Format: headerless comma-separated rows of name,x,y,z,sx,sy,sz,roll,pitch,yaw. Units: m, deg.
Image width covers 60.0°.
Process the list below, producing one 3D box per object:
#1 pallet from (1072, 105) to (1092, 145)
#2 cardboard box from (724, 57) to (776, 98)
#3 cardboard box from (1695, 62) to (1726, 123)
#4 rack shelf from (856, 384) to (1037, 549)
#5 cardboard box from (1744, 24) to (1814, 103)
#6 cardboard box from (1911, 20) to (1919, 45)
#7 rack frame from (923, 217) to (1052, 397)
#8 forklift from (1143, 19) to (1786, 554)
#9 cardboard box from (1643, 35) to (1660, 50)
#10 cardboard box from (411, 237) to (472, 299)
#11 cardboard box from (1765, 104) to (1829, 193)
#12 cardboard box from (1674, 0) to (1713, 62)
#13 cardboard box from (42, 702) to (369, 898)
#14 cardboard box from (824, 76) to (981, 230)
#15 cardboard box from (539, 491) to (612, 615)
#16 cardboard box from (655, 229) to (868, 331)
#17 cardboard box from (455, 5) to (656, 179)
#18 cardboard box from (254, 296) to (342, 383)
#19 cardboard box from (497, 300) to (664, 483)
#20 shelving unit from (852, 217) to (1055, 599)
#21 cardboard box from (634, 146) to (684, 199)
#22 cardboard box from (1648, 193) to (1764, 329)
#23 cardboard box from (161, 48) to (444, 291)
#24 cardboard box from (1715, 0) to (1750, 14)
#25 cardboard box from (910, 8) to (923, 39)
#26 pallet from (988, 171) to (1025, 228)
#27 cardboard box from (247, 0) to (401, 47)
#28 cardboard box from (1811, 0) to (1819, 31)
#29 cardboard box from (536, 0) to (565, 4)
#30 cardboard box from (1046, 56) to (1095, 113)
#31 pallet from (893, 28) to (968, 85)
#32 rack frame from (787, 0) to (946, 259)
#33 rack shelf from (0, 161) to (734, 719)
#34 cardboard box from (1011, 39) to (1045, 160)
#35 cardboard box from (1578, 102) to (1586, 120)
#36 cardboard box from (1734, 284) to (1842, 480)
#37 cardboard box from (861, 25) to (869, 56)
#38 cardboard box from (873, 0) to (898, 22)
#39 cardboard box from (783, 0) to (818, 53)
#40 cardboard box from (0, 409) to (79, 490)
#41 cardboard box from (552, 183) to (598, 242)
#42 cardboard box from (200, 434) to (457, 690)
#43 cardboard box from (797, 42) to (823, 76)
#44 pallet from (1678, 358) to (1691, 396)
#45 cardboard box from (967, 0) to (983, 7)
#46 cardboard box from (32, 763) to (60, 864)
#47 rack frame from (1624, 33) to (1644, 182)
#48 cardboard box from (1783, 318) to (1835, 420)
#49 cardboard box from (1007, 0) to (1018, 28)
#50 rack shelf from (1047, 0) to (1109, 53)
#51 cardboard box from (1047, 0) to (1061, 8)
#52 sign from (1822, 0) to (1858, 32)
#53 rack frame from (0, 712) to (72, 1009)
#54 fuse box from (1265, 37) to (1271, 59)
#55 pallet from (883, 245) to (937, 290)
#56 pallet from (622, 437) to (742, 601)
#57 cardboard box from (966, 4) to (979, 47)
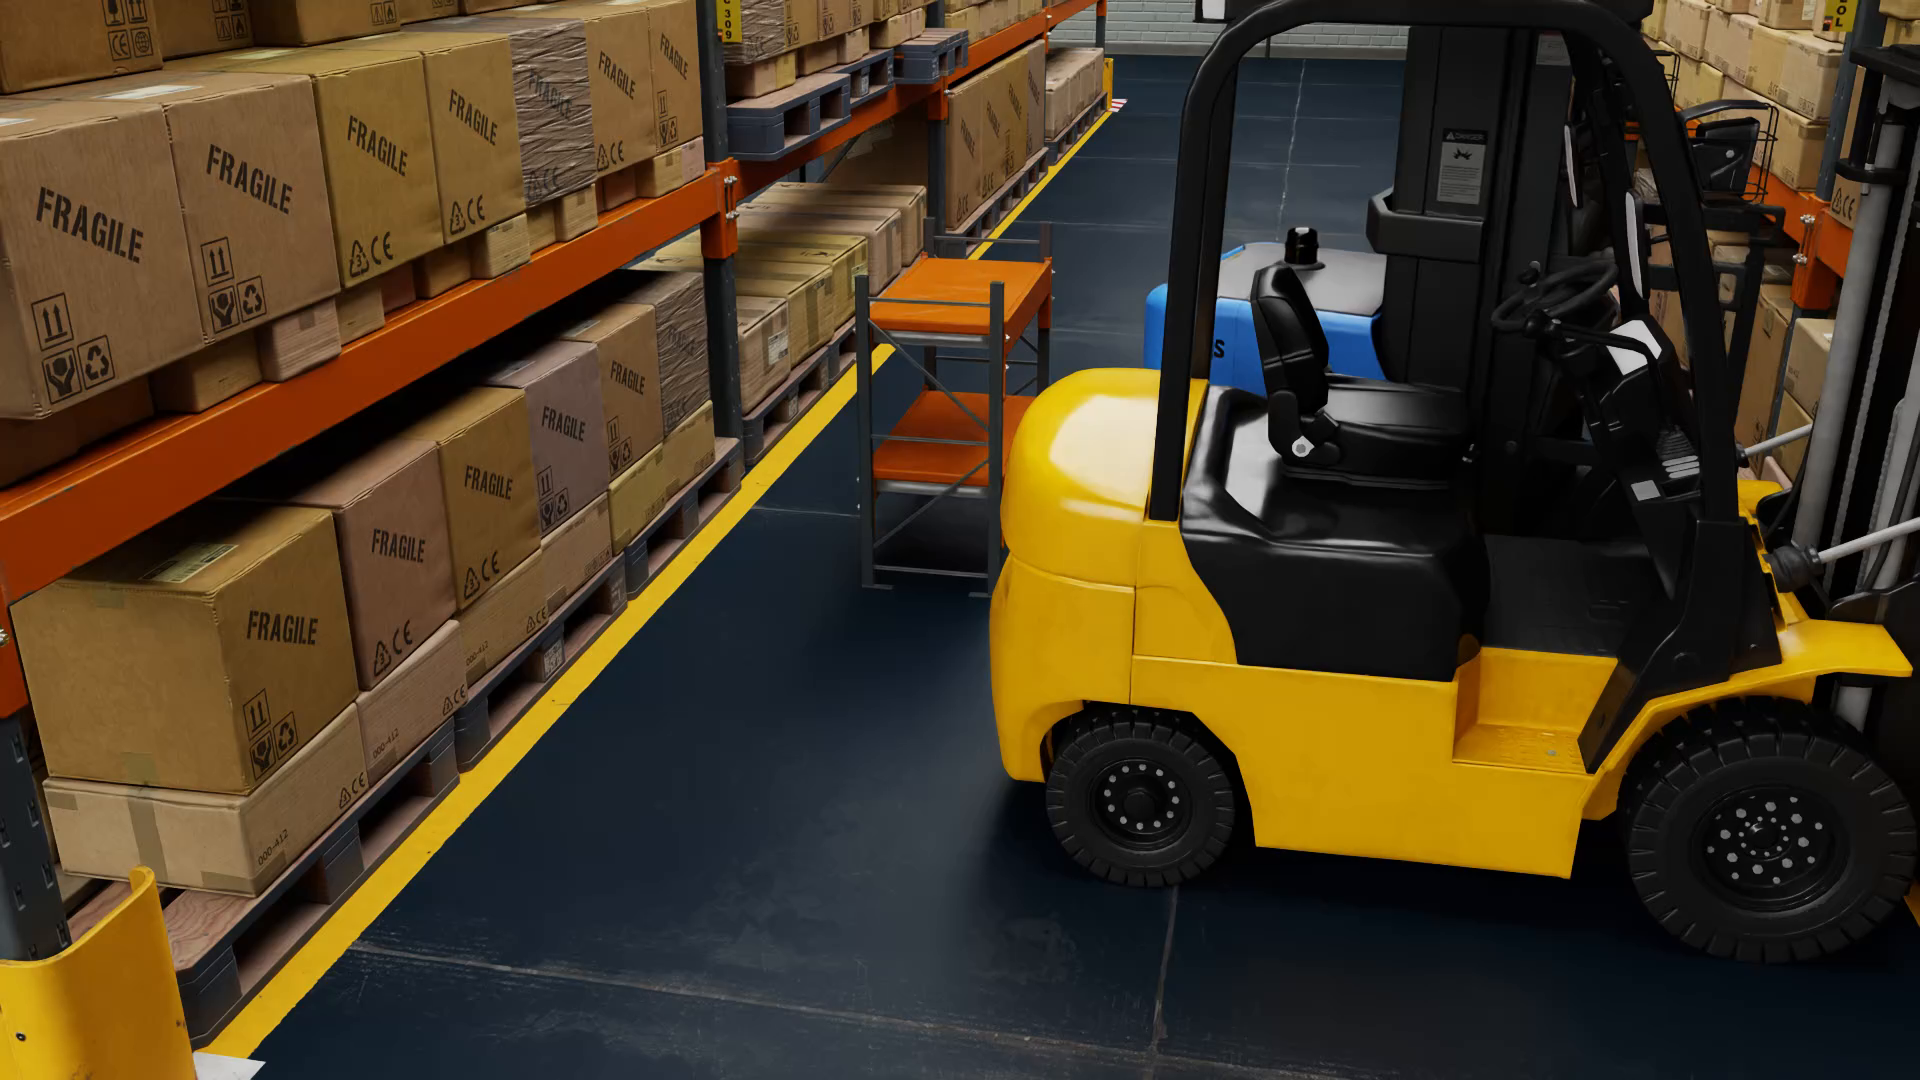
pallet,0.702,-4.032,16.082,1.003,0.211,1.213,4,22,11
cardboard box,-0.987,-1.936,6.920,0.380,0.149,0.250,5,22,12
cardboard box,3.624,-1.990,7.481,0.500,0.250,0.500,5,23,13
rack shelf,0.001,-0.297,6.241,0.538,0.278,1.000,4,22,11
cardboard box,3.399,-1.853,6.471,0.500,0.250,0.500,4,22,10
cardboard box,3.077,-1.459,4.958,0.380,0.149,0.250,5,22,12
rack frame,0.105,-0.710,6.611,0.500,1.125,0.032,4,22,11
forklift,2.143,-1.075,5.099,3.031,2.935,1.130,12,25,28
cardboard box,3.938,-2.552,8.877,0.500,0.250,0.500,5,22,11
cardboard box,-1.587,-0.775,4.599,0.380,0.149,0.250,4,22,9
cardboard box,3.298,-1.437,6.108,0.500,0.250,0.500,5,22,12
cardboard box,3.710,-2.411,7.857,0.500,0.250,0.500,4,22,10
cardboard box,-1.790,0.590,3.992,0.500,0.250,0.500,4,22,10
cardboard box,-0.370,-2.598,11.072,0.875,0.875,0.875,4,22,10
cardboard box,-1.474,0.019,5.411,0.500,0.250,0.500,5,22,12
cardboard box,-1.021,-1.365,8.684,0.950,0.372,0.625,5,23,13
cardboard box,-1.354,-1.494,5.516,0.500,0.500,0.500,5,23,13
cardboard box,-1.685,-0.482,3.872,0.380,0.149,0.250,5,22,12
cardboard box,-1.369,-0.524,5.754,0.500,0.500,0.500,5,22,12
shelving unit,0.001,-0.524,6.150,0.538,1.125,1.048,4,22,11
cardboard box,-1.220,-1.331,5.979,0.380,0.149,0.250,5,22,12
cardboard box,4.001,-1.392,8.412,0.875,0.625,0.625,5,23,13
cardboard box,-1.652,-0.929,4.114,0.500,0.500,0.500,4,22,10
cardboard box,3.513,-2.364,7.207,0.380,0.149,0.250,4,22,9
cardboard box,-0.421,-2.884,9.274,0.380,0.149,0.250,4,22,10
pallet,-0.107,-2.577,12.469,1.003,0.211,1.213,4,22,11
cardboard box,-1.983,-1.619,4.489,0.700,0.500,0.500,4,22,11
cardboard box,3.440,-1.973,6.236,0.380,0.149,0.250,4,22,11
cardboard box,-1.711,-2.184,5.890,0.700,0.500,0.500,4,22,10
cardboard box,0.824,-4.490,16.356,0.875,0.438,0.875,5,22,12
pallet,-0.634,-2.785,9.510,1.213,0.211,1.003,4,22,11
rack frame,-0.593,-3.143,10.142,1.000,3.000,0.127,4,22,11
rack shelf,-1.817,-0.615,4.828,1.077,0.370,4.000,4,22,11
cardboard box,0.175,-3.582,13.514,0.875,0.875,0.875,5,23,13
cardboard box,4.545,-2.972,11.632,0.380,0.149,0.250,5,23,13
cardboard box,3.547,-0.588,6.414,0.875,0.625,0.625,5,23,13
cardboard box,-0.668,-2.510,8.346,0.380,0.149,0.250,4,22,9
cardboard box,-0.610,-2.960,8.593,0.500,0.500,0.500,3,22,7
cardboard box,-0.931,-2.392,7.183,0.500,0.500,0.500,5,22,11
cardboard box,-1.953,-0.209,3.193,0.380,0.149,0.250,5,22,11
cardboard box,-1.380,-1.051,5.283,0.380,0.149,0.250,4,22,10
cardboard box,-1.683,0.042,4.350,0.500,0.500,0.500,4,22,9
cardboard box,-0.851,-2.227,7.642,0.380,0.149,0.250,5,22,12
pallet,3.810,-0.729,7.882,1.003,0.211,1.213,4,22,11
cardboard box,-0.141,-3.660,10.959,0.500,0.250,0.500,5,22,12
cardboard box,-2.319,0.539,4.119,0.500,0.250,0.500,4,22,11
rack frame,4.267,-2.766,9.206,1.000,3.000,0.127,4,22,11
cardboard box,3.045,-0.533,5.442,0.500,0.250,0.500,4,22,10
cardboard box,0.152,-3.984,12.430,0.500,0.250,0.500,4,22,9
rack shelf,0.632,-5.003,15.725,1.077,0.370,4.000,4,22,11
cardboard box,0.576,-4.804,14.132,0.500,0.500,0.500,5,23,13
sign,2.918,-1.841,5.466,0.100,0.325,0.005,4,22,11
rack frame,-2.222,-0.217,2.876,0.949,2.616,0.053,4,22,11
fuse box,4.194,-7.321,22.242,0.539,1.711,0.414,4,22,11
pallet,-0.754,-1.564,9.953,1.003,0.211,1.213,4,22,11
pallet,-1.511,-0.138,6.414,1.003,0.211,1.213,4,22,11
cardboard box,-0.159,-3.422,11.036,0.500,0.250,0.500,4,22,9
